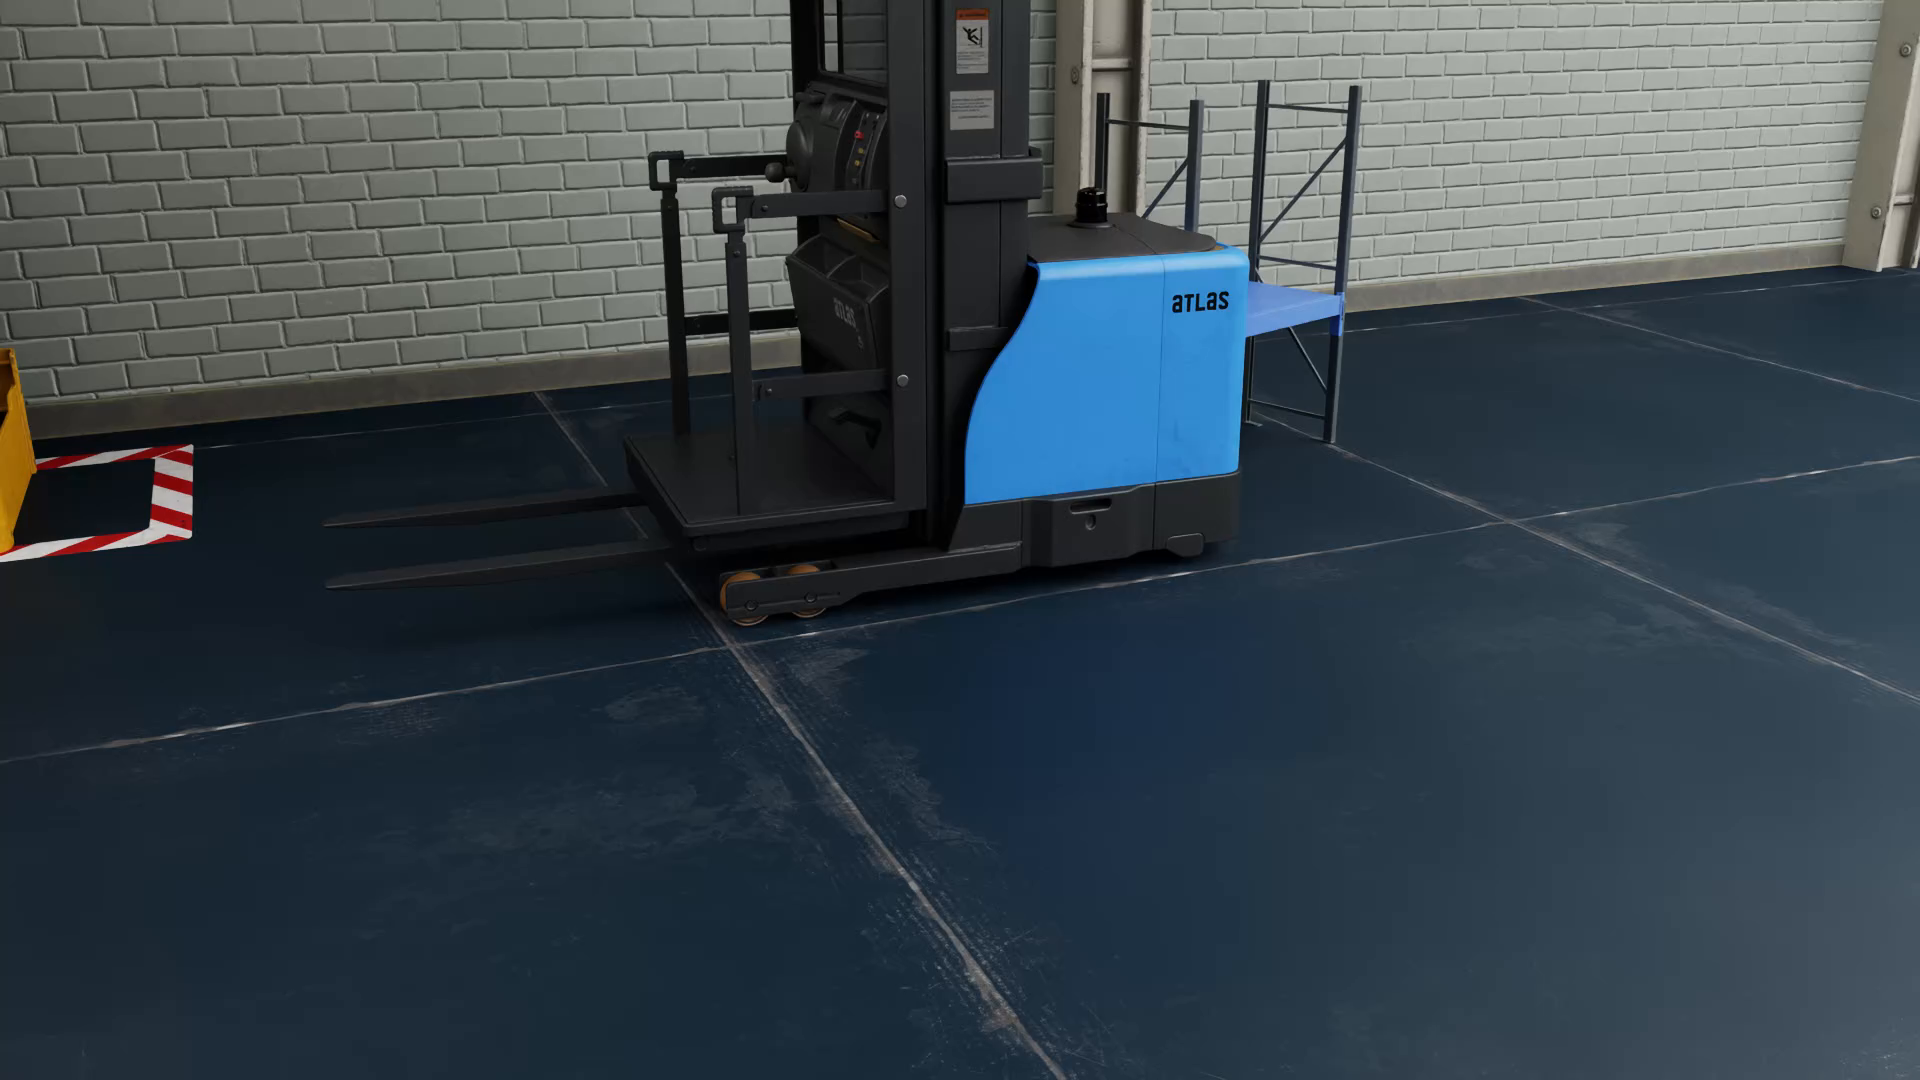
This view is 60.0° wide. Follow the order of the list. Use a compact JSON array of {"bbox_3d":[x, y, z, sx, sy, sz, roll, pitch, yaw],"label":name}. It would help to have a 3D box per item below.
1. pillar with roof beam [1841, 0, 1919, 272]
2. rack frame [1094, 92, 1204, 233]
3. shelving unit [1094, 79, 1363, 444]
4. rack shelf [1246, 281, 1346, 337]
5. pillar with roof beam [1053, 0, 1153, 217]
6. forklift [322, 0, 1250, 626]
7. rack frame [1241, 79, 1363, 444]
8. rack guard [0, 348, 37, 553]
[{"bbox_3d":[7.952,-4.800,6.104,0.400,9.000,9.100,-8,21,-22],"label":"pillar with roof beam"},{"bbox_3d":[0.708,-0.953,6.469,0.032,1.500,0.500,-18,26,-41],"label":"rack frame"},{"bbox_3d":[1.076,-1.069,6.800,1.048,1.500,0.538,-18,26,-41],"label":"shelving unit"},{"bbox_3d":[1.076,-0.899,6.859,1.000,0.185,0.538,-18,26,-41],"label":"rack shelf"},{"bbox_3d":[2.443,-4.010,3.862,0.400,9.000,9.100,-8,21,-22],"label":"pillar with roof beam"},{"bbox_3d":[-0.587,-1.309,5.327,3.031,2.935,1.130,-7,21,-19],"label":"forklift"},{"bbox_3d":[1.445,-1.185,7.130,0.032,1.500,0.500,-18,26,-41],"label":"rack frame"},{"bbox_3d":[-3.753,-0.345,6.249,0.348,0.500,1.175,-8,21,-22],"label":"rack guard"}]
